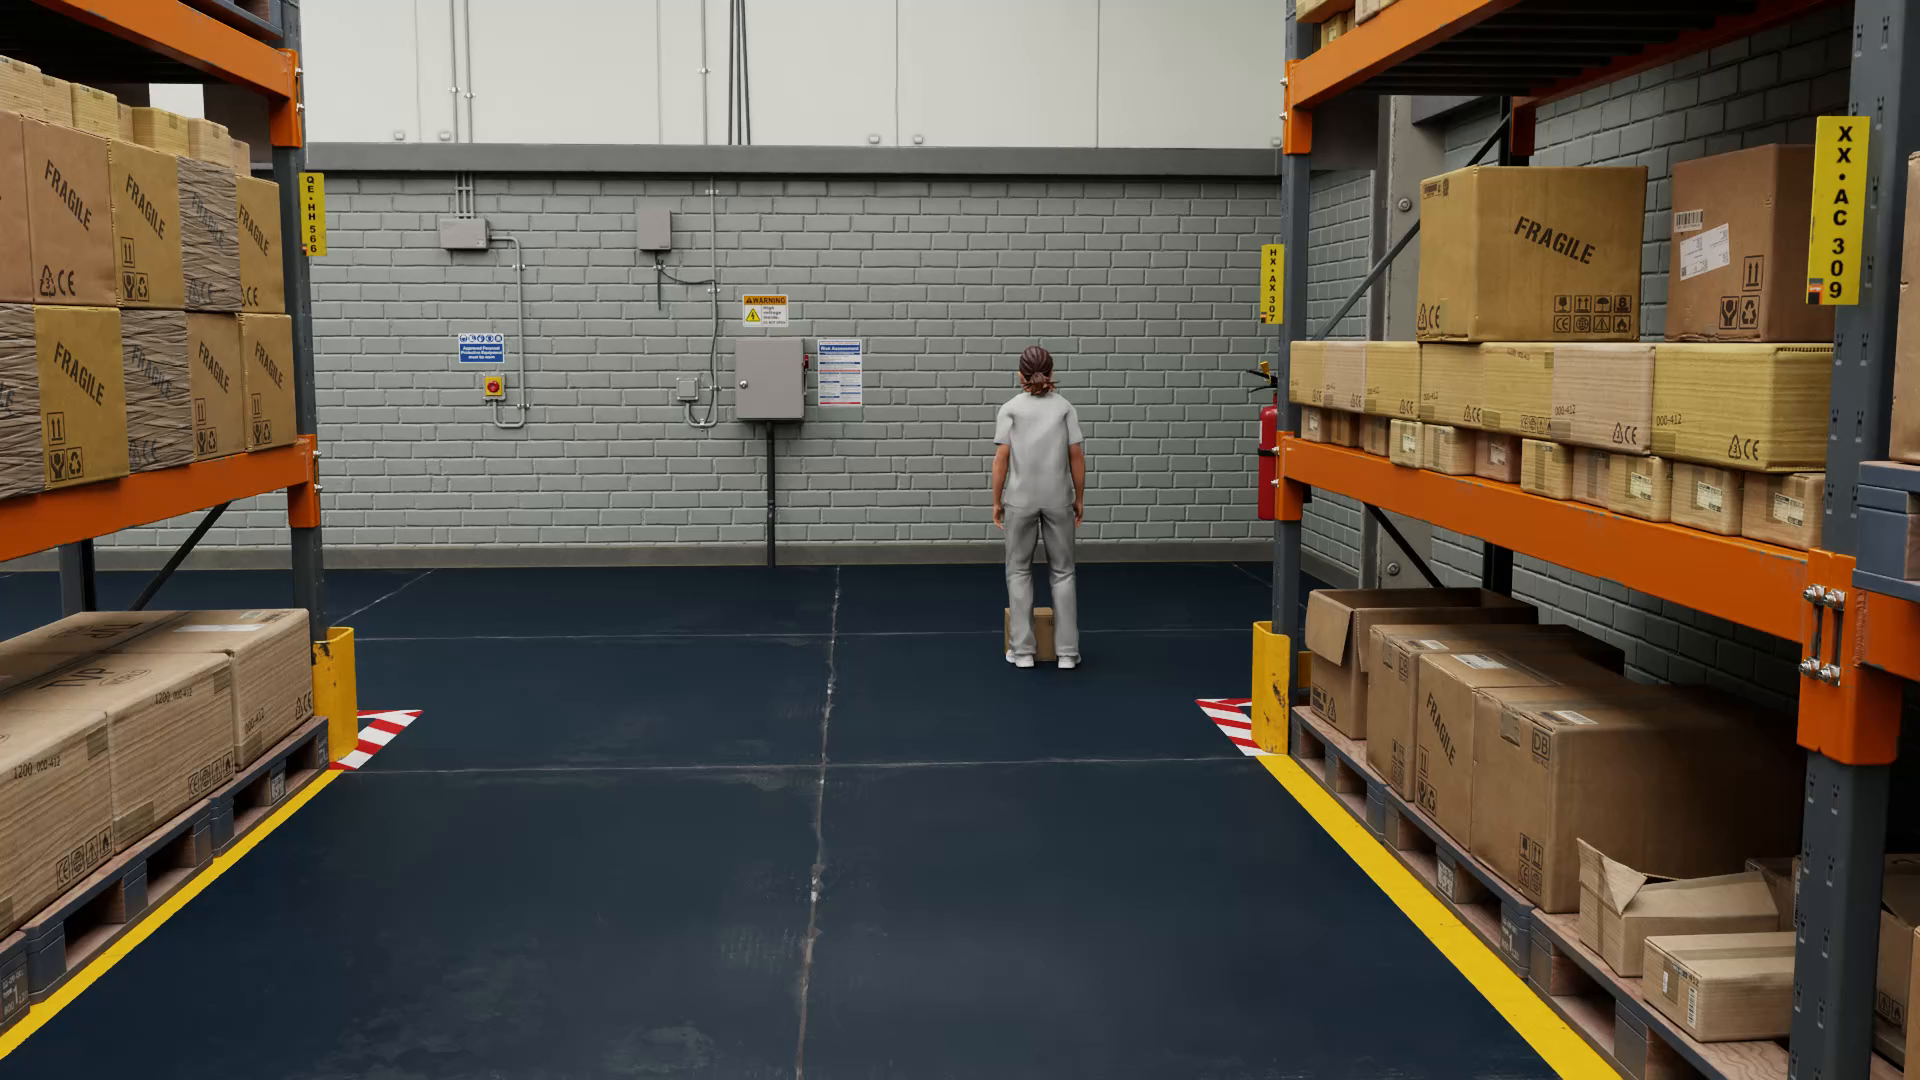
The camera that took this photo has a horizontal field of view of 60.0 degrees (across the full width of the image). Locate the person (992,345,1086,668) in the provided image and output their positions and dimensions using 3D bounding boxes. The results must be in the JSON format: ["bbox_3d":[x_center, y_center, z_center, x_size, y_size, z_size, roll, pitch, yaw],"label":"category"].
[{"bbox_3d":[0.406,-0.171,8.660,0.486,1.673,0.404,0,7,-3],"label":"person"}]
